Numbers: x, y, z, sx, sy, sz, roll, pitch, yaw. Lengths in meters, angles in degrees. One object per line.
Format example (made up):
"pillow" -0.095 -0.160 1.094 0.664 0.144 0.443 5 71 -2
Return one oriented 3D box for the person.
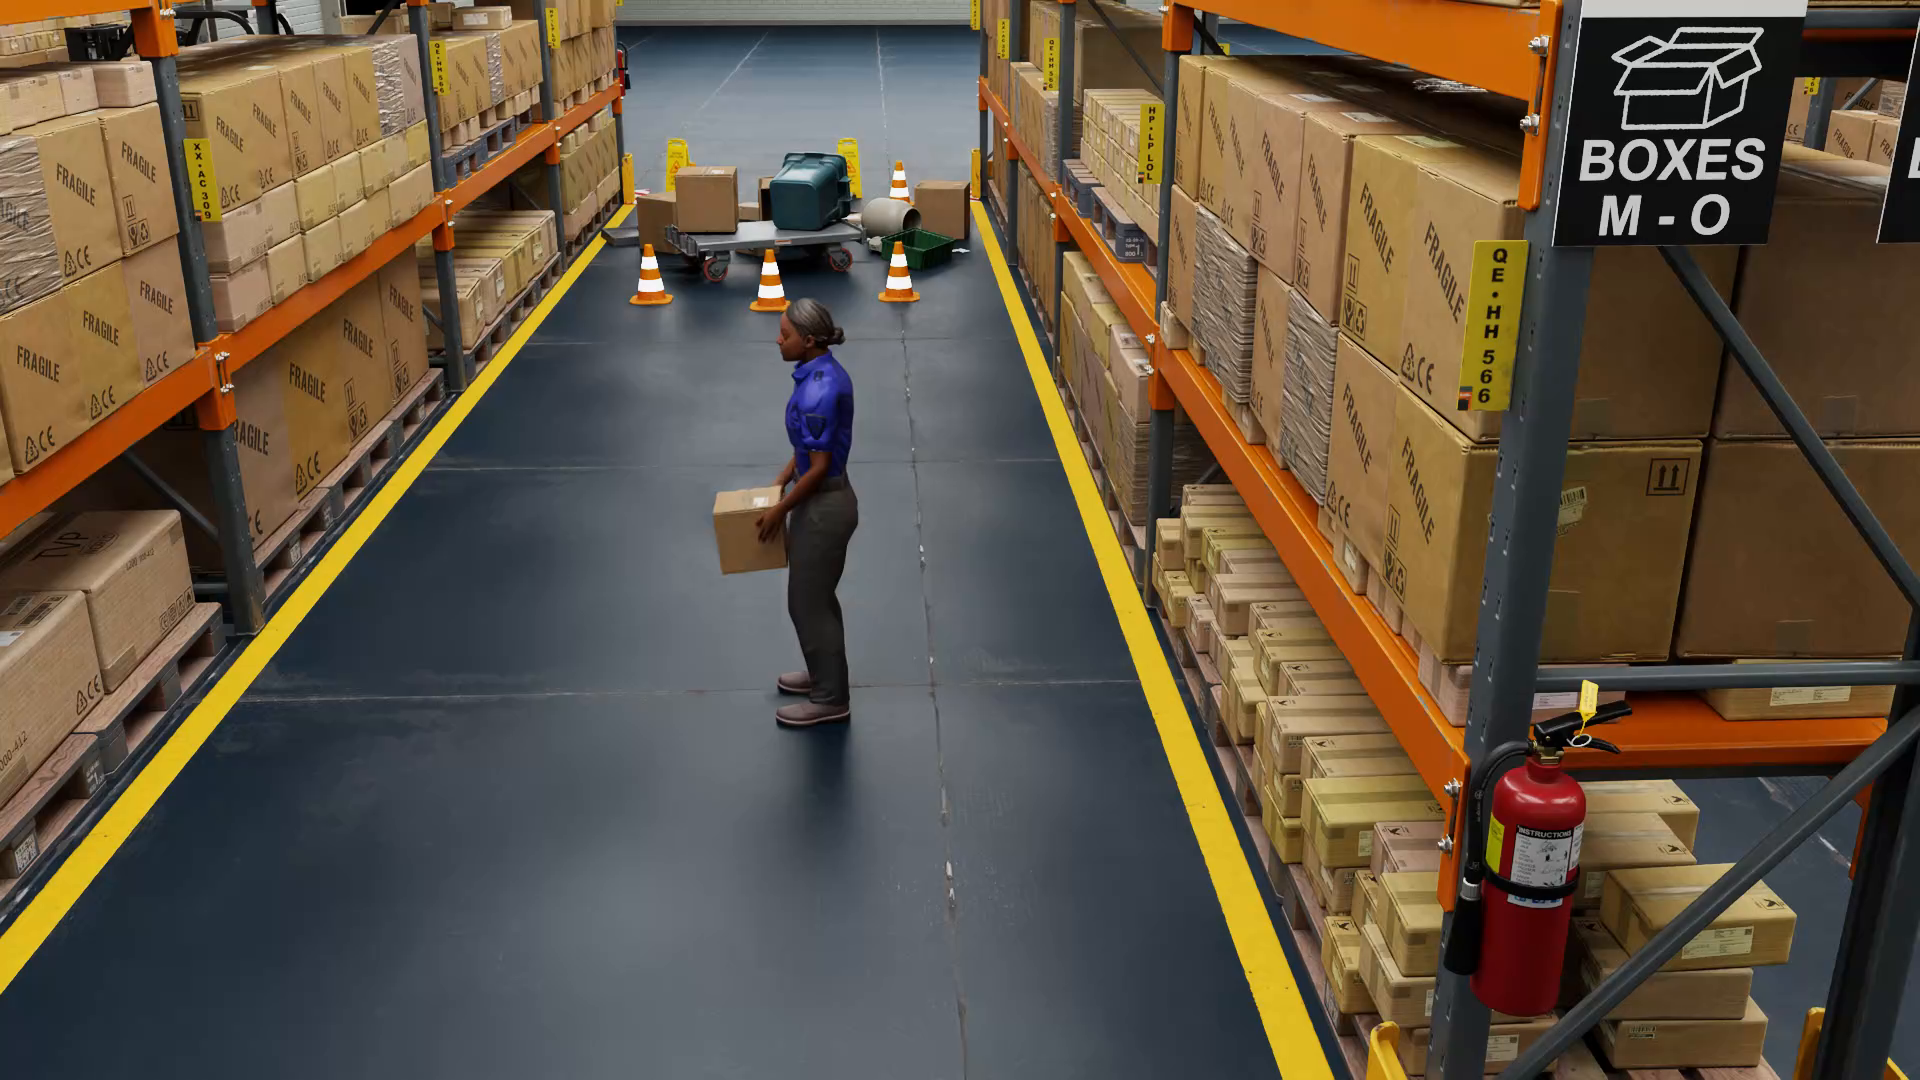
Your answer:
"person" -0.586 -0.111 6.371 0.391 1.662 0.479 -1 21 -4
